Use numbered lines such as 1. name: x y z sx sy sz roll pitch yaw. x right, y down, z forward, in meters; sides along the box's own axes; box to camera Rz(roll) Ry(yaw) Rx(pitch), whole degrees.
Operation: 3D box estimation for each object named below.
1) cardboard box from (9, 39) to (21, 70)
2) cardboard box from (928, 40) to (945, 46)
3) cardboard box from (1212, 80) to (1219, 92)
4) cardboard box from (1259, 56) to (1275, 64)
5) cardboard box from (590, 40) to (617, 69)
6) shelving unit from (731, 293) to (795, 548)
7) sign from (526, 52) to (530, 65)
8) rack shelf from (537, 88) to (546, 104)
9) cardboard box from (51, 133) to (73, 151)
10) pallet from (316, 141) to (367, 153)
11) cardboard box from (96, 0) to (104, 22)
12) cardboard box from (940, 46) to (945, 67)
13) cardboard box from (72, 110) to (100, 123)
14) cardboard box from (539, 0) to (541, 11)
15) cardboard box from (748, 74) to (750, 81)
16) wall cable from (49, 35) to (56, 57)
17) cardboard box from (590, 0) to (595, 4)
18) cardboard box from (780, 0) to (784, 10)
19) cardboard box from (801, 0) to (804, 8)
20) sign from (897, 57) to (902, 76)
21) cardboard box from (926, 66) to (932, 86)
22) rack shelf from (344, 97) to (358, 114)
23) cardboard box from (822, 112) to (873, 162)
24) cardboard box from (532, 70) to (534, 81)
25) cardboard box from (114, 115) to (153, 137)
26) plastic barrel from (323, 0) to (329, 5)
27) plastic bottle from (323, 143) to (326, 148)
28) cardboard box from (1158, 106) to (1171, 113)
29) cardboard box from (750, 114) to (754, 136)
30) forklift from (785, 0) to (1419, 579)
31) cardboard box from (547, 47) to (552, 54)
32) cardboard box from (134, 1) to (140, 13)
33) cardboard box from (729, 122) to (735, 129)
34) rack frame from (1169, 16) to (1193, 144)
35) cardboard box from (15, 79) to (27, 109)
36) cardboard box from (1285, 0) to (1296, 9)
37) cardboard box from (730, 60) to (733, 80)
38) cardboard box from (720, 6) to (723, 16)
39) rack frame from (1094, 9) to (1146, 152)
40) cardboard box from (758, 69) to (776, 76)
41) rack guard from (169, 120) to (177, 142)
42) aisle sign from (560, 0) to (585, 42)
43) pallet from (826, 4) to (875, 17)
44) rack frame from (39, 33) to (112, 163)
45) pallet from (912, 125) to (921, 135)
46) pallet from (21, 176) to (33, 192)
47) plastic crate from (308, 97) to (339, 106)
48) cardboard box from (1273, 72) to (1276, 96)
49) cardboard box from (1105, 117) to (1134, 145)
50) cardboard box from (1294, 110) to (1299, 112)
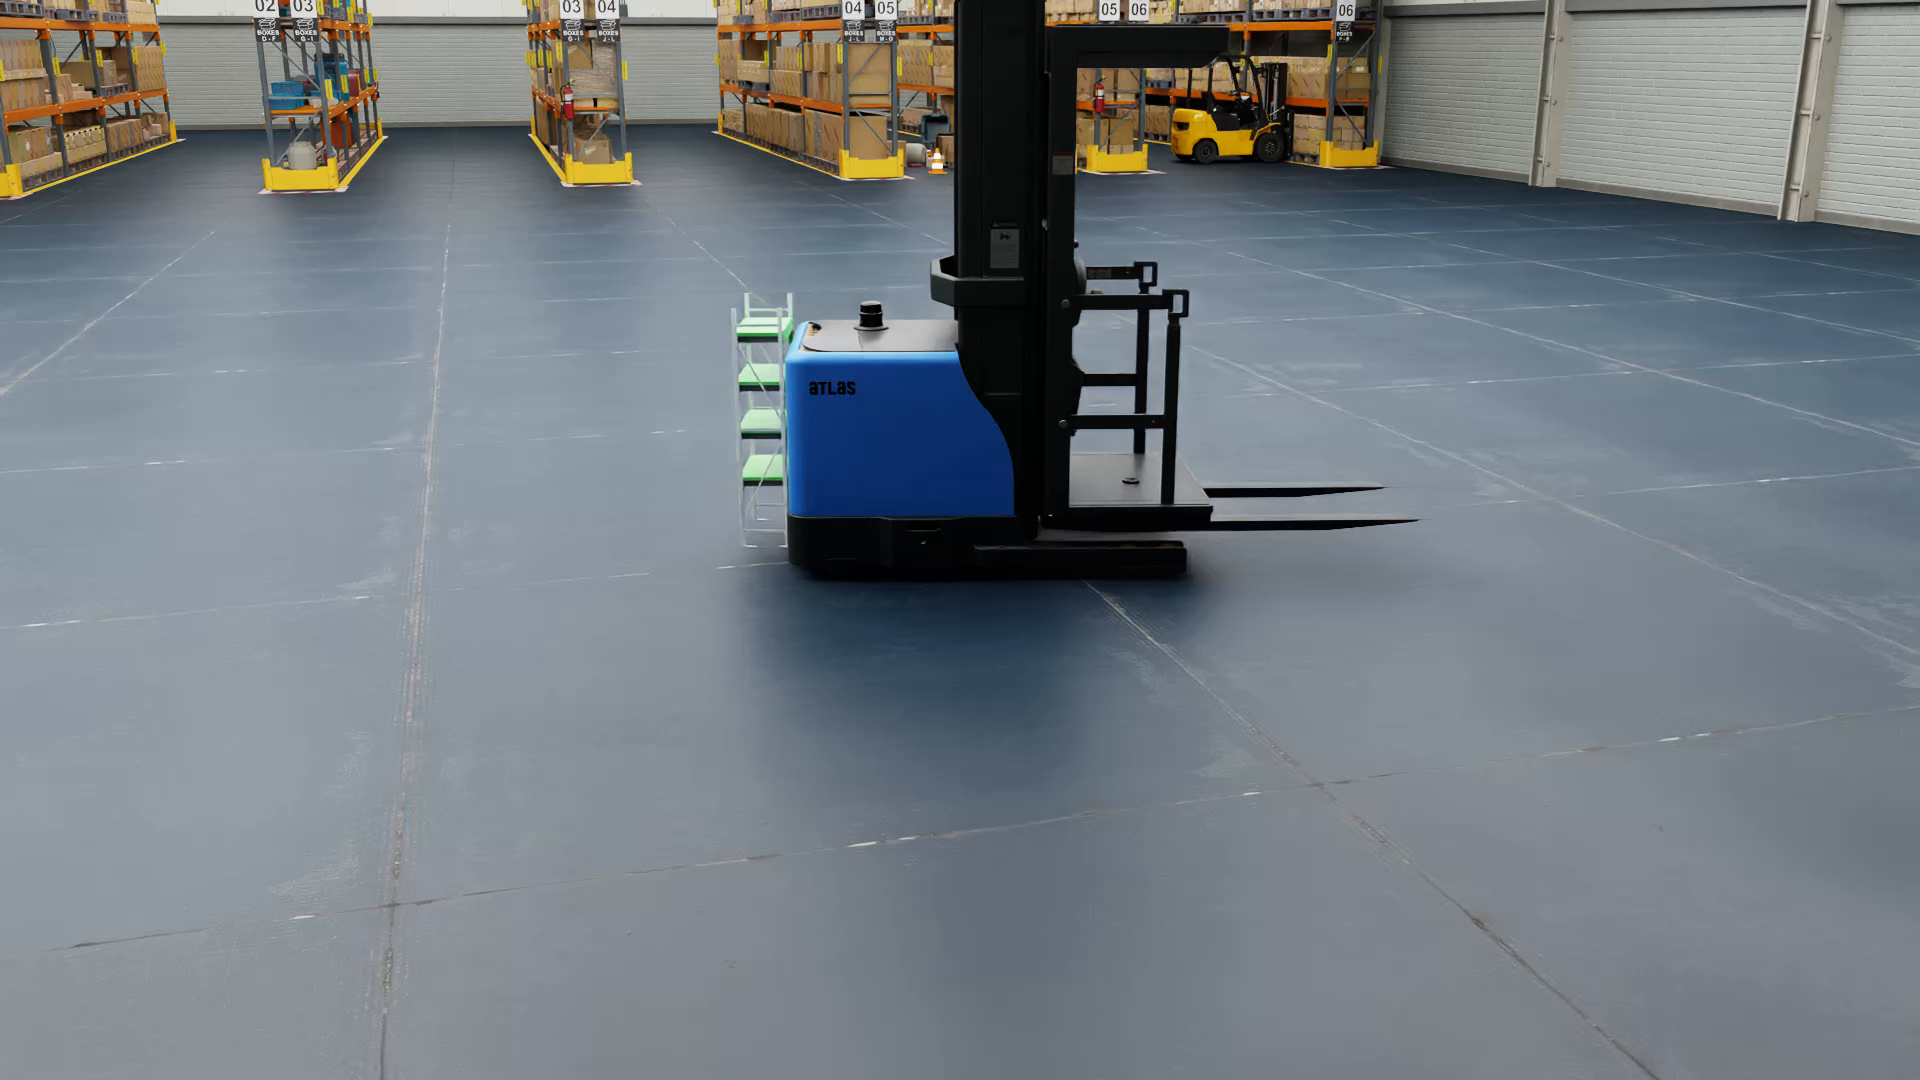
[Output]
1. cardboard box: -16.531 -8.295 28.423 0.700 0.500 0.500 -5 17 -15
2. cardboard box: -0.608 -12.840 42.945 0.380 0.149 0.250 -5 17 -16
3. cardboard box: 6.112 -10.449 38.283 0.500 0.250 0.500 -5 17 -15
4. cardboard box: 6.731 -10.449 36.205 0.380 0.149 0.250 -4 17 -14
5. cardboard box: -6.337 -8.683 29.715 0.500 0.500 0.500 -5 17 -15
6. shelving unit: -0.974 -0.608 8.390 0.258 1.200 0.503 0 17 0
7. sign: -11.380 -12.676 43.795 0.100 0.325 0.005 -5 17 -15
8. rack shelf: -9.196 -10.262 38.650 1.077 0.370 4.000 -5 17 -15
9. cardboard box: -16.947 -7.451 31.118 0.500 0.311 0.500 -5 17 -15
10. pallet: -13.997 -8.877 37.639 1.003 0.211 1.213 -5 17 -15
11. cardboard box: -18.608 -11.158 34.997 0.910 0.500 0.500 -5 17 -15
12. cardboard box: -0.206 -12.187 41.897 0.500 0.500 0.500 -5 17 -16
13. cardboard box: -18.960 -9.182 36.081 0.500 0.250 0.500 -5 17 -16
14. cardboard box: -8.764 -11.627 35.687 0.500 0.500 0.500 -5 17 -15
15. cardboard box: -4.853 -11.028 39.659 0.380 0.149 0.250 -6 18 -18
16. wall cable: -26.343 -14.070 45.047 3.097 2.526 0.112 -5 17 -15
17. cardboard box: -6.301 -9.490 29.185 0.380 0.149 0.250 -5 17 -16
18. cardboard box: -3.583 -11.562 35.765 0.500 0.311 0.500 -5 17 -16
19. cardboard box: -2.977 -10.748 33.339 0.380 0.149 0.250 -5 17 -16
20. sign: -1.116 -8.699 30.555 0.100 0.325 0.005 -5 17 -15
21. cardboard box: -0.590 -12.099 43.342 0.500 0.500 0.500 -5 17 -15
22. rack shelf: -12.859 -8.764 33.663 1.077 0.370 4.000 -5 17 -15
23. cardboard box: -2.145 -7.813 32.213 0.875 0.875 0.875 -5 17 -16
24. cardboard box: -10.689 -11.900 42.597 0.500 0.250 0.500 -5 18 -17
25. cardboard box: -19.793 -9.912 39.809 0.797 0.503 0.637 -5 17 -15
26. plastic barrel: -13.562 -11.662 35.371 0.600 0.830 0.708 -5 17 -15
27. plastic bottle: -11.994 -7.330 31.481 0.144 0.351 0.185 -5 17 -15
28. cardboard box: 5.170 -10.734 41.460 0.380 0.149 0.250 -6 18 -18
29. cardboard box: -4.854 -10.156 40.663 0.500 0.500 0.500 -4 17 -13
30. forklift: 0.690 -1.371 7.921 3.031 2.935 1.130 0 17 -2
31. cardboard box: -8.832 -10.785 37.224 0.797 0.503 0.637 -4 17 -13
32. cardboard box: -19.432 -12.413 38.739 0.500 0.250 0.500 -5 17 -15
33. cardboard box: -5.875 -10.943 43.895 0.380 0.149 0.250 -6 18 -18
34. rack frame: 5.654 -11.230 40.623 1.000 3.000 0.127 -5 17 -15
35. cardboard box: -16.518 -7.664 28.578 0.700 0.500 0.500 -4 17 -14
36. cardboard box: 7.187 -11.311 34.597 0.797 0.503 0.637 -4 17 -13
37. cardboard box: -5.630 -12.107 42.852 0.500 0.500 0.500 -5 17 -16
38. cardboard box: -6.033 -13.948 43.849 0.500 0.250 0.500 -5 17 -16
39. rack frame: 3.081 -8.624 31.947 1.000 3.000 0.127 -5 17 -15
40. cardboard box: -4.423 -10.741 38.186 0.380 0.149 0.250 -4 17 -14
41. rack guard: -20.350 -10.265 41.758 1.175 0.500 0.348 -5 17 -15
42. aisle sign: -6.719 -9.044 28.828 0.394 0.787 0.004 -5 17 -15
43. pallet: -1.865 -9.803 30.812 1.003 0.211 1.213 -5 17 -15
44. rack frame: -18.172 -9.271 34.101 1.000 3.000 0.127 -5 17 -15
45. pallet: -0.690 -11.162 45.244 1.003 0.211 1.213 -5 17 -15
46. pallet: -16.224 -5.931 27.829 1.003 0.211 1.213 -5 17 -15
47. plastic crate: -11.619 -8.000 30.327 0.530 0.136 0.437 -5 17 -15
48. cardboard box: 6.923 -9.745 35.507 0.500 0.500 0.500 -5 17 -16
49. cardboard box: 3.118 -8.118 33.011 0.500 0.500 0.500 -5 18 -17
50. cardboard box: 7.228 -9.227 36.266 0.500 0.250 0.500 -5 17 -16
